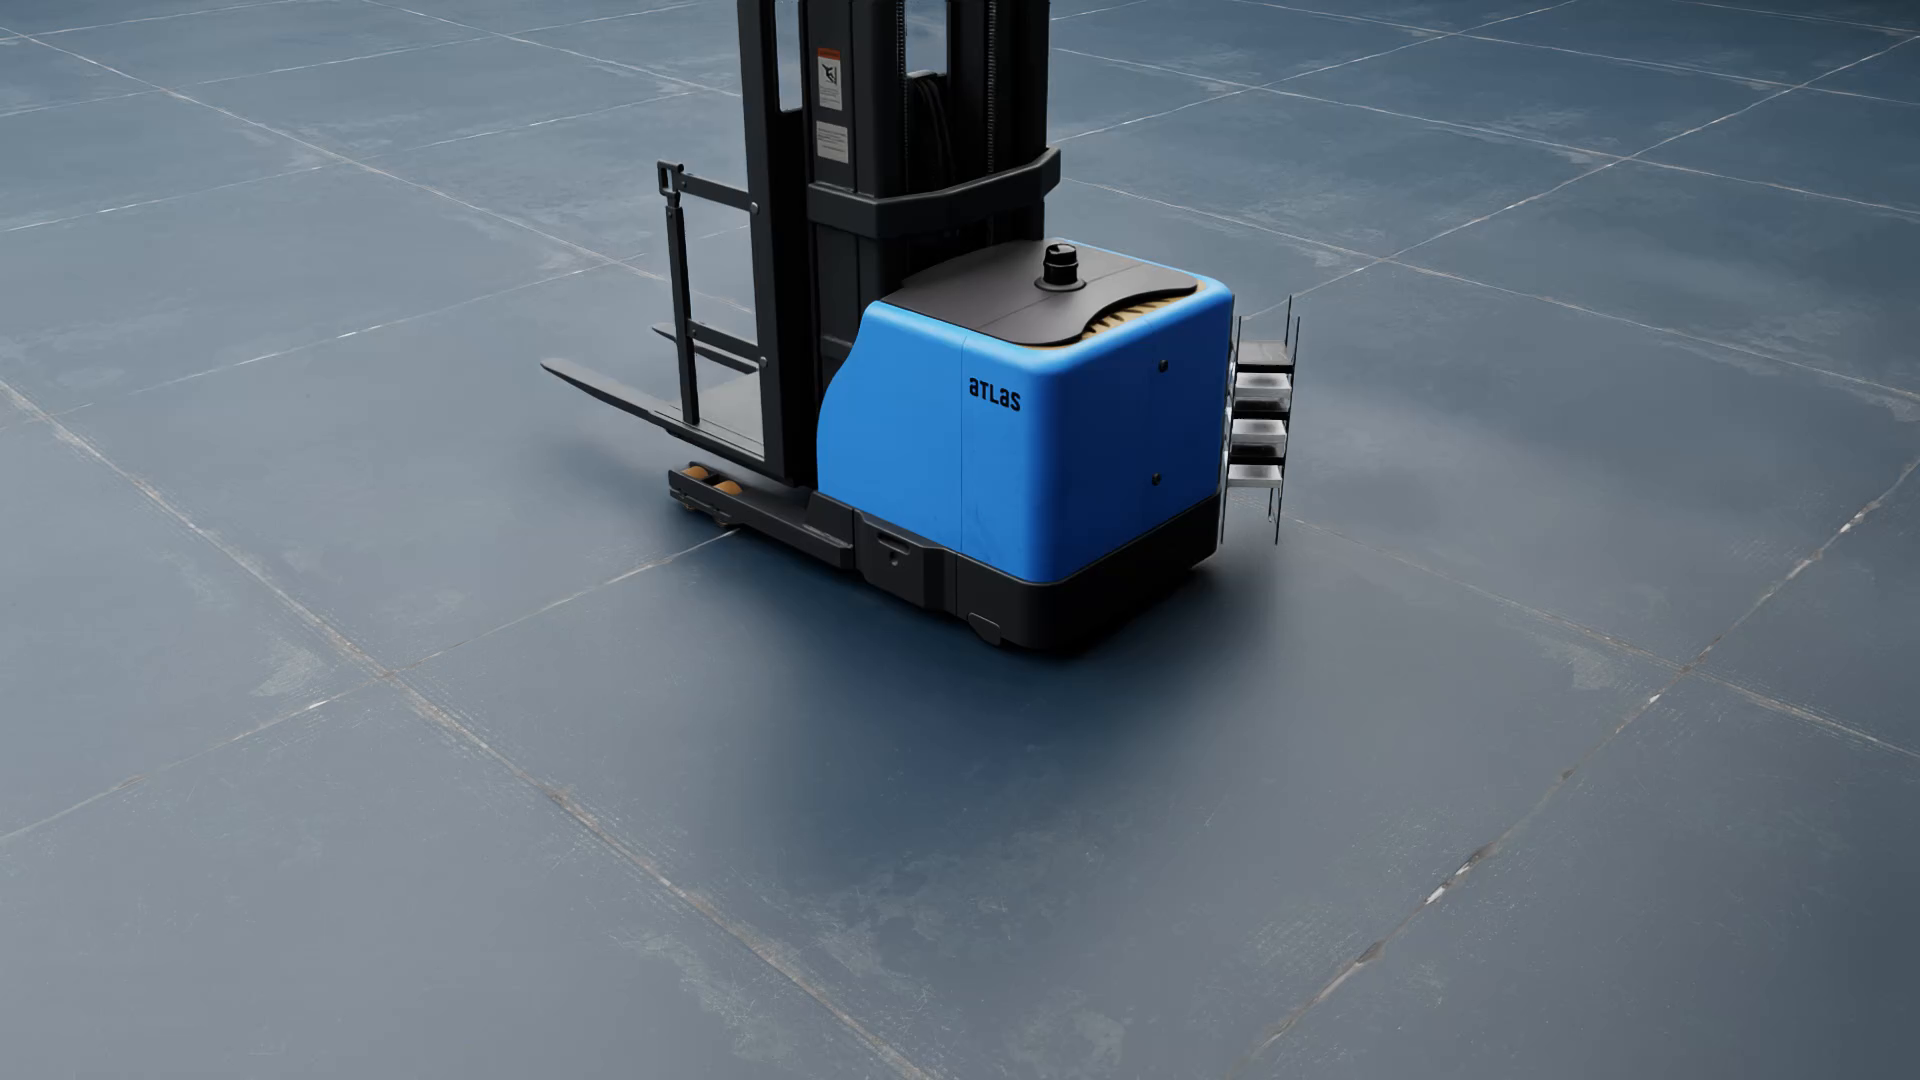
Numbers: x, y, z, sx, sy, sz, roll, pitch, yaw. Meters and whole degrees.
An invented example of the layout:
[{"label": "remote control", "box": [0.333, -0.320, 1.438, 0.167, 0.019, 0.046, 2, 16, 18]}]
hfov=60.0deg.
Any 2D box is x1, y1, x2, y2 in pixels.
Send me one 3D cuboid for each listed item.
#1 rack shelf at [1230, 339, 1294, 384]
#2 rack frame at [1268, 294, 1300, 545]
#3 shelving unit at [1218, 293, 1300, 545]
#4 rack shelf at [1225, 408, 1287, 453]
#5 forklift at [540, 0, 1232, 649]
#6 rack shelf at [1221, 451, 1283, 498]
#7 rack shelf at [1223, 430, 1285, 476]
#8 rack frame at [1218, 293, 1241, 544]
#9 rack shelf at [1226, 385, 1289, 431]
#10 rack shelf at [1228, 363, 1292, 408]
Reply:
[{"label": "rack shelf", "box": [1.087, -0.647, 6.006, 0.200, 0.077, 0.258, 1, 28, 2]}, {"label": "rack frame", "box": [1.188, -0.436, 6.112, 0.006, 0.900, 0.240, 1, 28, 2]}, {"label": "shelving unit", "box": [1.087, -0.438, 6.116, 0.210, 0.900, 0.258, 1, 28, 2]}, {"label": "rack shelf", "box": [1.087, -0.408, 6.132, 0.200, 0.077, 0.258, 1, 28, 2]}, {"label": "forklift", "box": [-0.491, -1.513, 5.978, 3.031, 2.935, 1.130, 23, 36, 37]}, {"label": "rack shelf", "box": [1.087, -0.249, 6.215, 0.200, 0.077, 0.258, 1, 28, 2]}, {"label": "rack shelf", "box": [1.087, -0.329, 6.173, 0.200, 0.077, 0.258, 1, 28, 2]}, {"label": "rack frame", "box": [0.985, -0.440, 6.120, 0.006, 0.900, 0.240, 1, 28, 2]}, {"label": "rack shelf", "box": [1.087, -0.488, 6.090, 0.200, 0.077, 0.258, 1, 28, 2]}, {"label": "rack shelf", "box": [1.087, -0.568, 6.048, 0.200, 0.077, 0.258, 1, 28, 2]}]
